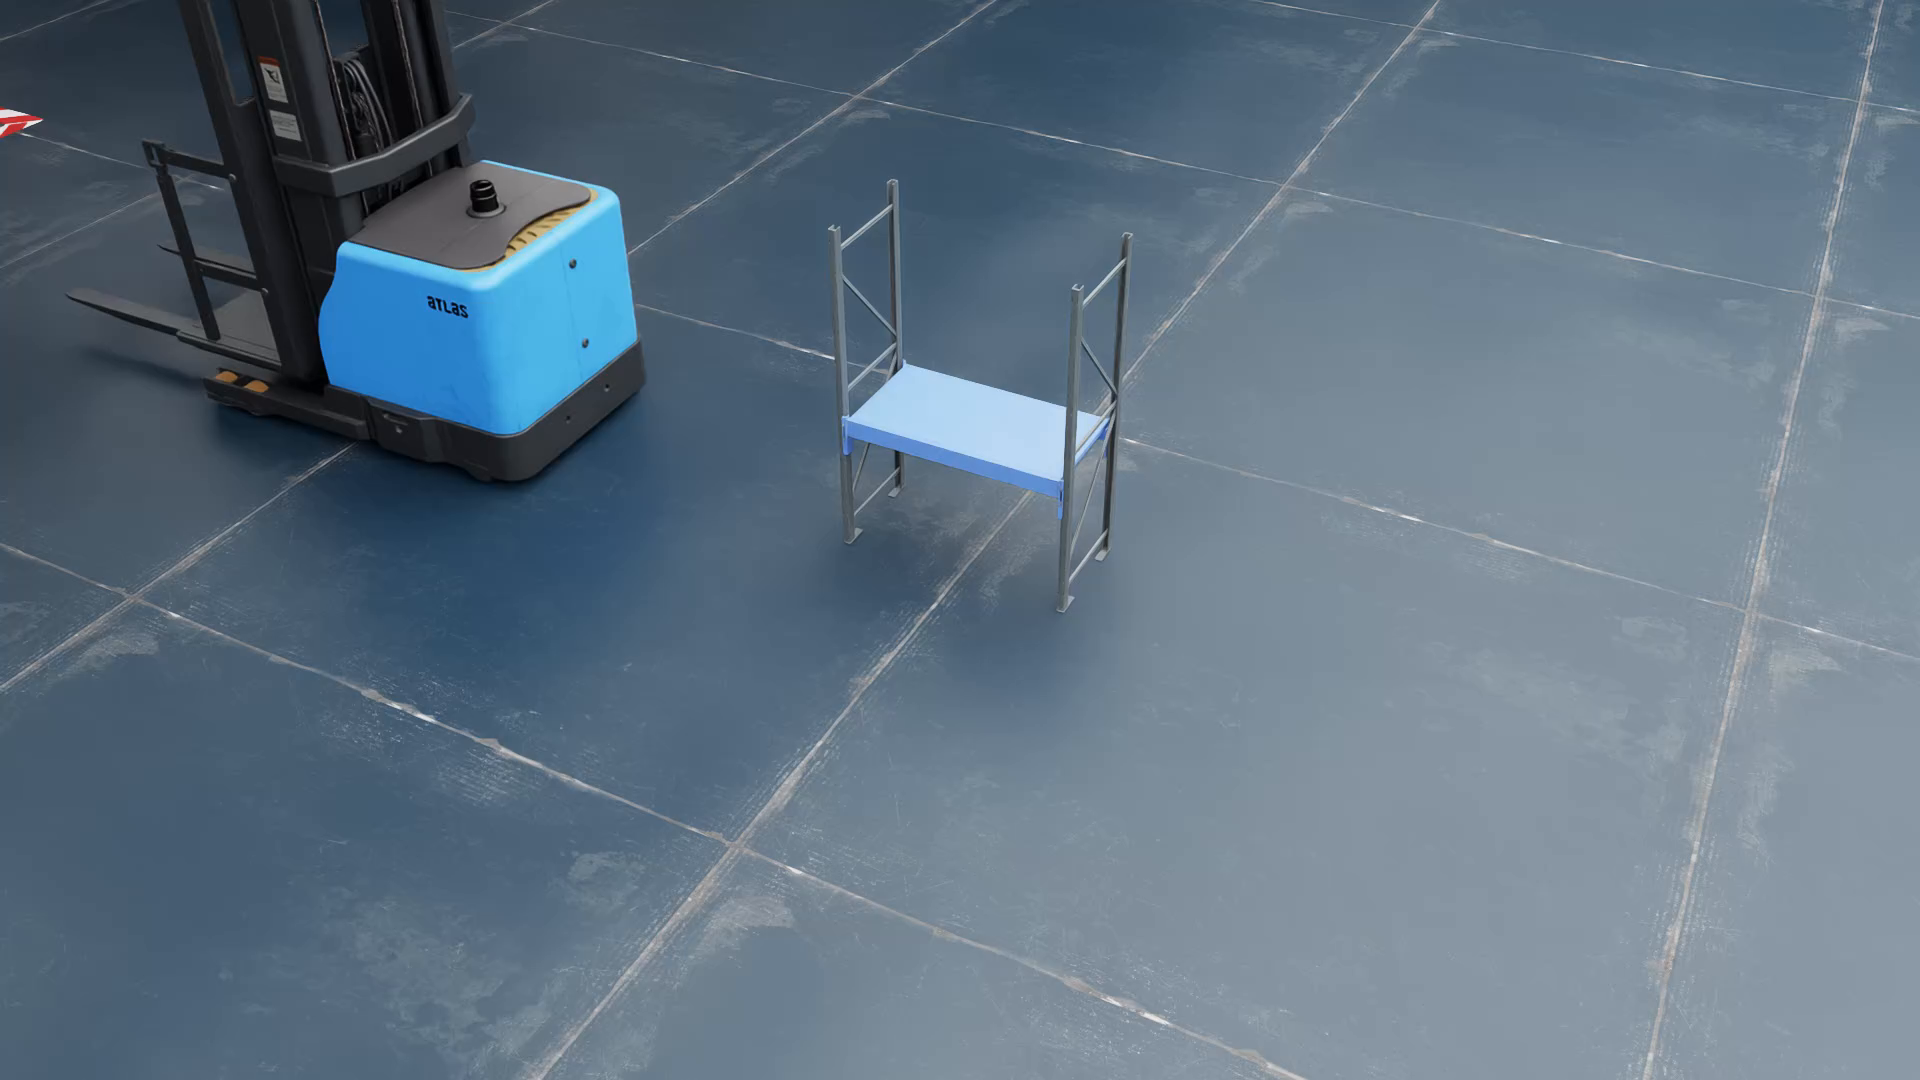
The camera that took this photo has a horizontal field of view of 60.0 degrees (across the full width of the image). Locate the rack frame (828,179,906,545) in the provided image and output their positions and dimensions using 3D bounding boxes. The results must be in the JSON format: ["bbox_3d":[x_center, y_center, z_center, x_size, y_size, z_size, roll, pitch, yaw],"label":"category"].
[{"bbox_3d":[-0.376,-0.715,6.952,0.032,1.500,0.500,17,41,21],"label":"rack frame"}]

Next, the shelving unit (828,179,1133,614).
[{"bbox_3d":[0.076,-0.574,6.765,1.048,1.500,0.538,17,41,21],"label":"shelving unit"}]

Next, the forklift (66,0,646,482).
[{"bbox_3d":[-3.095,-2.038,7.510,3.031,2.935,1.130,16,40,20],"label":"forklift"}]

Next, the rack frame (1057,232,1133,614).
[{"bbox_3d":[0.527,-0.432,6.579,0.032,1.500,0.500,17,41,21],"label":"rack frame"}]

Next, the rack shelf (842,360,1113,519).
[{"bbox_3d":[0.076,-0.430,6.874,1.000,0.185,0.538,17,41,21],"label":"rack shelf"}]
